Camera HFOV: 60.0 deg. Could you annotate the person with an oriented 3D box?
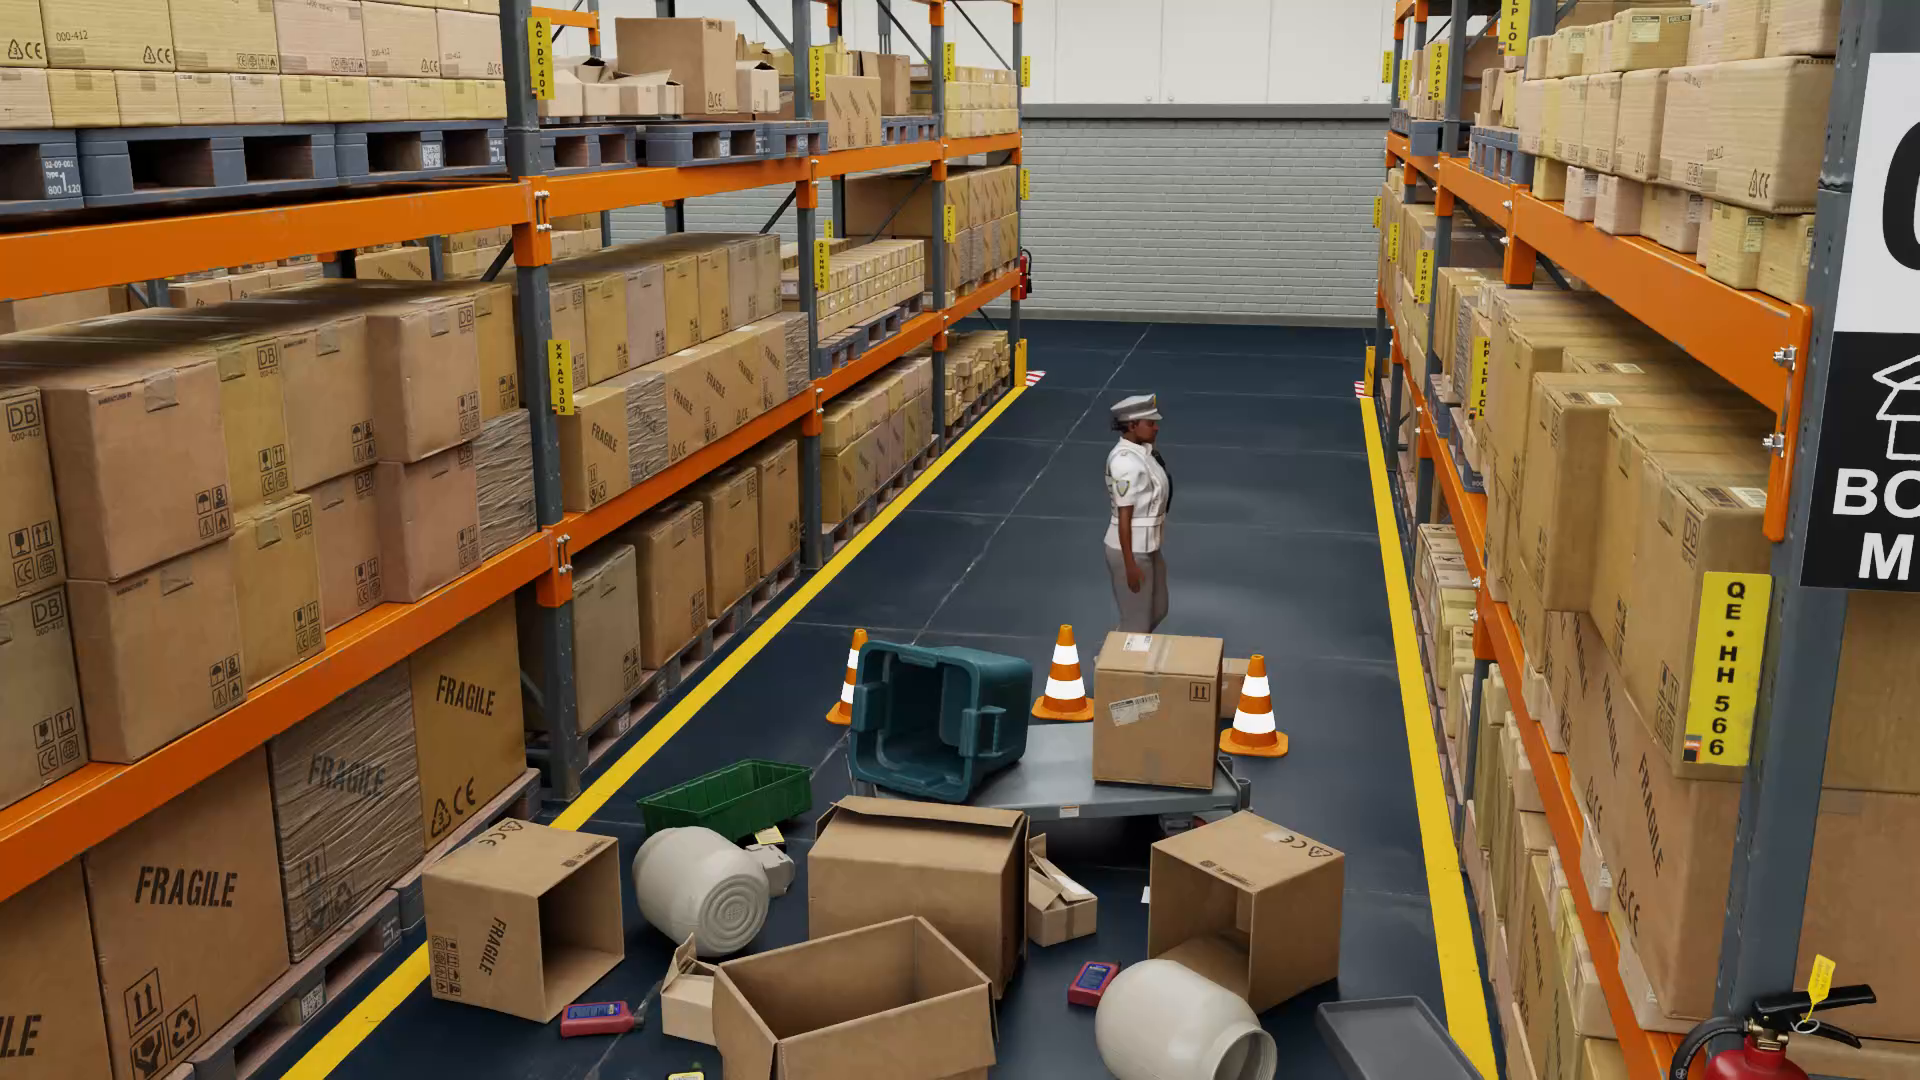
[{"bbox_3d":[0.927,0.070,8.722,0.487,1.699,0.491,5,15,17],"label":"person"}]
